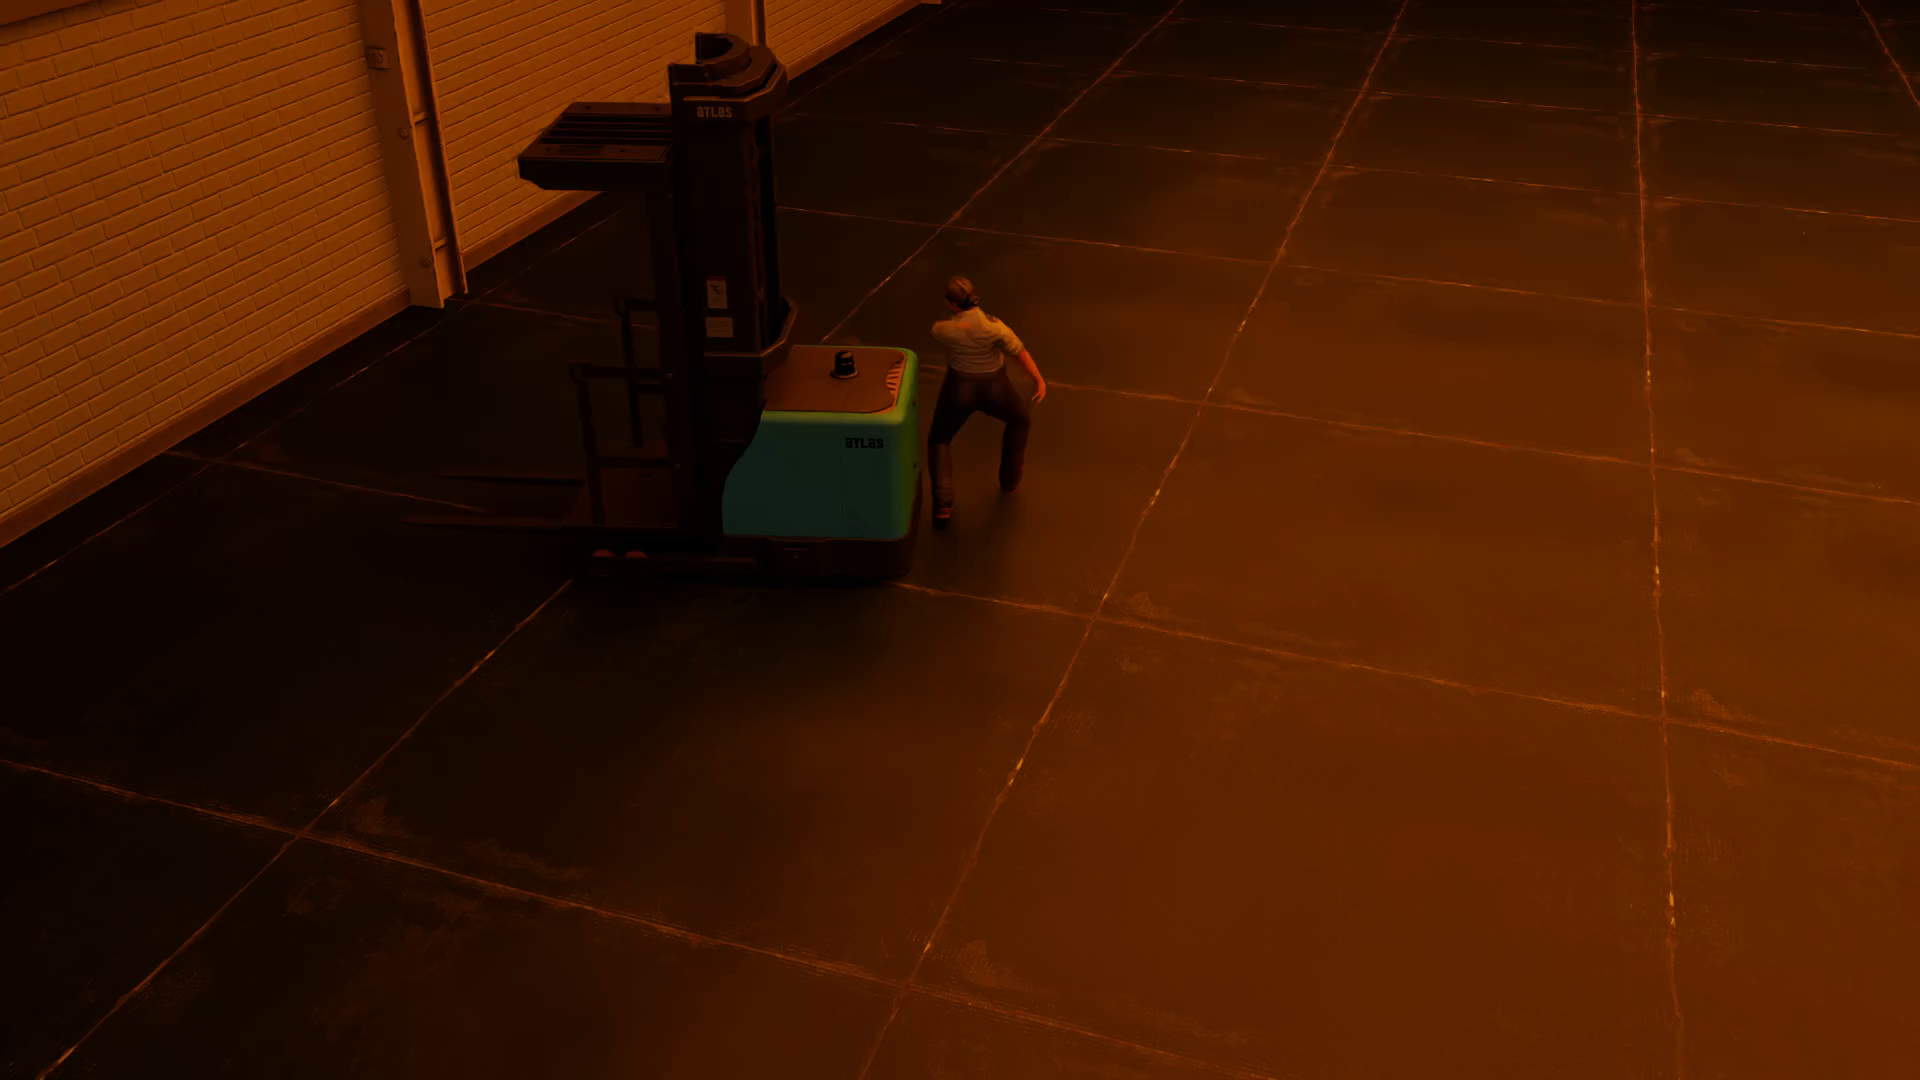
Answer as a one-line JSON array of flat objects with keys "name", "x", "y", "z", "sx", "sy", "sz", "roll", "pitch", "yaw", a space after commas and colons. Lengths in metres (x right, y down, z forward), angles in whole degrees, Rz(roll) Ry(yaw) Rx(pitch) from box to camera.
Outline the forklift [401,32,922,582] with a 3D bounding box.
[{"name": "forklift", "x": -1.775, "y": -1.303, "z": 9.423, "sx": 3.031, "sy": 2.935, "sz": 1.130, "roll": 2, "pitch": 30, "yaw": 3}]

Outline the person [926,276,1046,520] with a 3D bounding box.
[{"name": "person", "x": 0.158, "y": -0.930, "z": 10.202, "sx": 0.738, "sy": 1.534, "sz": 0.843, "roll": -1, "pitch": 30, "yaw": -2}]
